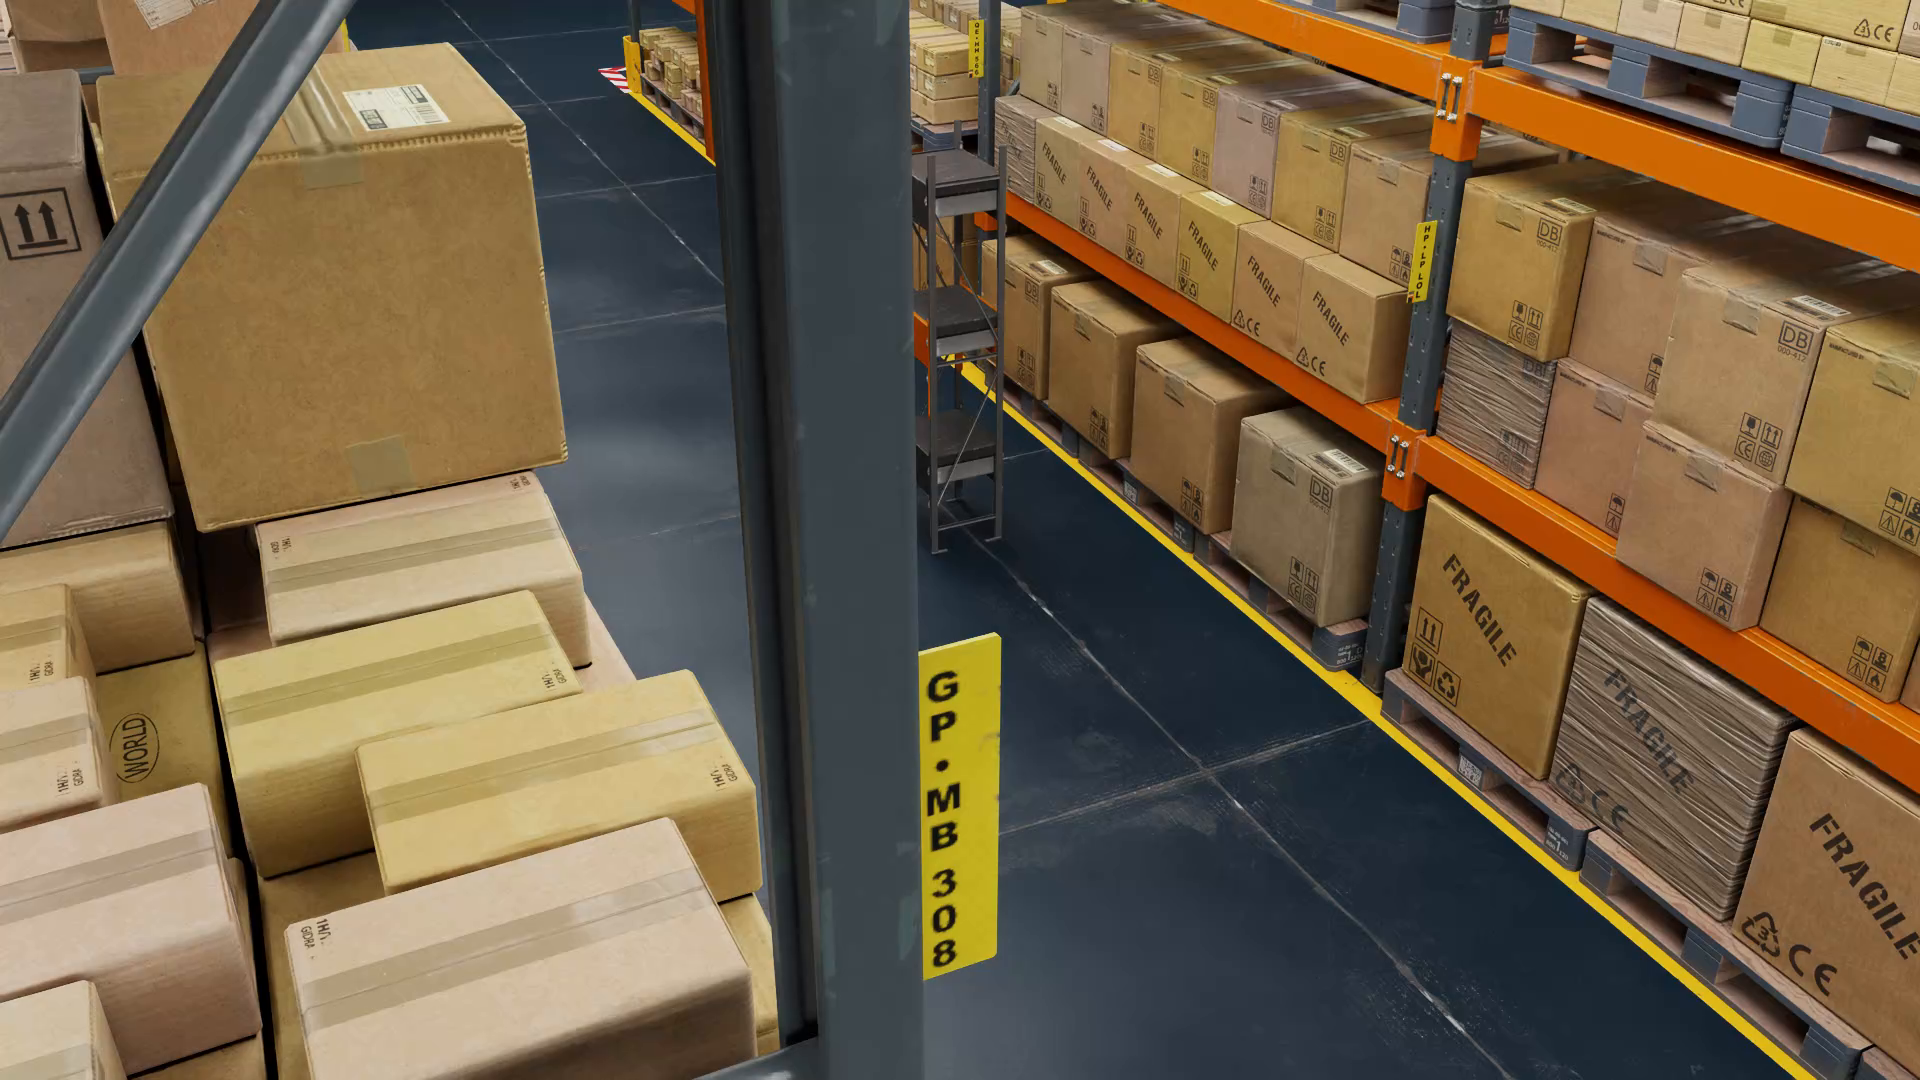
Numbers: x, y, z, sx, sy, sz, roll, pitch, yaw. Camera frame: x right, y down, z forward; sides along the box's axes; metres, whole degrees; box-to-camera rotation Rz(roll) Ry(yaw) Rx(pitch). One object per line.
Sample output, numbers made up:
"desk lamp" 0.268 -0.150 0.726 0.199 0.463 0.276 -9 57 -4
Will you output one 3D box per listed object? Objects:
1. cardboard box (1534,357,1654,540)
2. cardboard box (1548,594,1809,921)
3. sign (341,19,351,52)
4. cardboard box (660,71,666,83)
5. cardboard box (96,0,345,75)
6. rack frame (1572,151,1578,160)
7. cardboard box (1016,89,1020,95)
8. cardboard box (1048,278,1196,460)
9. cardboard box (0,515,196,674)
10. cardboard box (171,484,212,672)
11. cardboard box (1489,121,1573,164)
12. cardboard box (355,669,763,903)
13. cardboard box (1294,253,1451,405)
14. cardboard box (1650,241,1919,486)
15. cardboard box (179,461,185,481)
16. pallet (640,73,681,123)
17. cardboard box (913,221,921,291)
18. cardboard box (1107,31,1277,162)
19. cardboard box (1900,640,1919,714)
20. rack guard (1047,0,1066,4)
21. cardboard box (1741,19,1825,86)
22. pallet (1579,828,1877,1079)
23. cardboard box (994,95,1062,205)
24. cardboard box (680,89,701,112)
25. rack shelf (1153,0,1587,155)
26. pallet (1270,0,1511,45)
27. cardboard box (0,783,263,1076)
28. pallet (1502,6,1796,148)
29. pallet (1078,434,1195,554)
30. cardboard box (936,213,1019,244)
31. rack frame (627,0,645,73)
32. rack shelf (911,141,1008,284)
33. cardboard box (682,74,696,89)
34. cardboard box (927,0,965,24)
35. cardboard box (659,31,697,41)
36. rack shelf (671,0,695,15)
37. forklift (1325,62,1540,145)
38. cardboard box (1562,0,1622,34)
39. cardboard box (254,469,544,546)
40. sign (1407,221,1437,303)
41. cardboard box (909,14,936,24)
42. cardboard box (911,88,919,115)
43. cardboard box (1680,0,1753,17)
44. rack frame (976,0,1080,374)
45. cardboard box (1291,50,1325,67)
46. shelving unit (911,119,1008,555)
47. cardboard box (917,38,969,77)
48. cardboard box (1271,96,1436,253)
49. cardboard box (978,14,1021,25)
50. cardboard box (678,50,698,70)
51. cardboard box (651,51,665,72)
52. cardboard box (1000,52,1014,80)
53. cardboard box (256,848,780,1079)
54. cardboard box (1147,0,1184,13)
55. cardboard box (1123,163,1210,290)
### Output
"cardboard box" 2.727 -0.404 6.250 0.875 0.550 0.550 -13 32 -22
"cardboard box" 2.898 0.696 6.184 0.875 0.875 0.875 -13 32 -22
"sign" -1.735 -1.392 4.569 0.100 0.325 0.005 -13 32 -22
"cardboard box" -2.728 -4.581 16.337 0.380 0.149 0.250 -13 32 -22
"cardboard box" -1.799 -1.295 4.008 0.500 0.500 0.500 -14 32 -23
"rack frame" 5.011 -3.588 12.082 1.000 3.000 0.127 -13 32 -22
"cardboard box" 0.574 -2.818 10.536 0.380 0.149 0.250 -14 32 -23
"cardboard box" 1.142 -1.033 9.395 1.050 0.750 0.750 -13 32 -21
"cardboard box" -1.251 0.074 2.230 0.380 0.149 0.250 -13 32 -21
"cardboard box" -1.371 0.176 2.456 0.500 0.250 0.500 -12 32 -21
"cardboard box" 4.790 -3.167 13.074 0.875 0.875 0.875 -13 32 -22
"cardboard box" -0.438 0.305 1.819 0.380 0.149 0.250 -12 32 -21
"cardboard box" 1.835 -0.955 7.284 0.500 0.500 0.500 -13 32 -22
"cardboard box" 2.877 -0.617 5.527 0.875 0.550 0.550 -13 32 -22
"cardboard box" -1.142 -0.158 3.052 0.500 0.250 0.500 -12 31 -21
"pallet" -2.501 -4.422 16.420 1.003 0.211 1.213 -13 32 -22
"cardboard box" -0.154 -2.063 11.488 0.500 0.500 0.500 -12 31 -20
"cardboard box" 1.208 -2.334 8.721 0.700 0.500 0.500 -14 32 -23
"cardboard box" 3.435 0.298 4.999 0.875 0.550 0.550 -13 32 -22
"rack guard" 1.566 -6.042 19.014 1.175 0.500 0.348 -13 32 -22
"cardboard box" 2.589 -1.481 4.983 0.380 0.149 0.250 -14 32 -23
"pallet" 3.084 1.371 6.089 1.003 0.211 1.213 -13 32 -22
"cardboard box" 0.533 -2.293 9.670 0.500 0.500 0.500 -13 32 -21
"cardboard box" -2.381 -4.115 15.508 0.380 0.149 0.250 -15 32 -24
"rack shelf" 1.442 -2.615 8.016 1.077 0.370 4.000 -13 32 -22
"pallet" 1.863 -2.357 7.015 0.805 0.209 1.217 -14 32 -24
"cardboard box" -0.912 0.413 1.625 0.380 0.149 0.250 -14 32 -24
"pallet" 2.643 -1.643 5.637 1.003 0.211 1.213 -13 32 -22
"pallet" 1.374 -0.386 9.222 1.003 0.211 1.213 -13 32 -22
"cardboard box" 0.053 -2.171 10.915 0.500 0.250 0.500 -14 32 -23
"rack frame" -2.851 -6.038 16.451 1.000 3.000 0.127 -13 32 -22
"rack shelf" -0.071 -1.588 8.031 0.431 0.518 0.480 -13 32 -22
"cardboard box" -2.394 -4.366 15.651 0.380 0.149 0.250 -15 32 -24
"cardboard box" -0.005 -3.662 11.433 0.380 0.149 0.250 -12 31 -20
"cardboard box" -2.706 -4.838 16.188 0.380 0.149 0.250 -12 32 -21
"rack shelf" -1.992 -4.841 15.051 1.077 0.370 4.000 -13 32 -22
"forklift" 3.029 -2.589 10.370 1.130 2.935 3.031 -15 33 -25
"cardboard box" 2.263 -1.817 5.581 0.380 0.149 0.250 -13 32 -22
"cardboard box" -0.811 -0.024 2.406 0.380 0.149 0.250 -13 32 -22
"sign" 1.815 -1.089 6.523 0.100 0.325 0.005 -13 32 -22
"cardboard box" -0.377 -3.302 10.790 0.380 0.149 0.250 -12 31 -21
"cardboard box" -0.148 -2.809 10.520 0.380 0.149 0.250 -13 32 -22
"cardboard box" 2.476 -1.839 5.214 0.500 0.250 0.500 -13 32 -22
"rack frame" 0.584 -2.504 10.149 1.000 3.000 0.127 -13 32 -22
"cardboard box" 3.632 -4.354 15.191 0.875 0.875 0.875 -12 31 -20
"shelving unit" -0.071 -0.989 8.367 0.431 2.100 0.503 -13 32 -22
"cardboard box" -0.041 -2.957 10.176 0.380 0.149 0.250 -14 32 -24
"cardboard box" 1.860 -1.662 7.522 0.700 0.500 0.500 -14 32 -23
"cardboard box" 0.341 -3.309 10.804 0.380 0.149 0.250 -13 32 -22
"cardboard box" -2.421 -4.483 15.555 0.380 0.149 0.250 -12 31 -20
"cardboard box" -2.791 -4.689 16.227 0.380 0.149 0.250 -13 32 -22
"cardboard box" 0.439 -3.083 10.704 0.380 0.149 0.250 -12 31 -20
"cardboard box" -0.478 0.517 1.848 0.500 0.250 0.500 -12 31 -21
"cardboard box" 2.351 -5.515 17.708 0.875 0.438 0.875 -12 32 -21
"cardboard box" 1.181 -1.625 8.479 0.500 0.500 0.500 -13 32 -22
